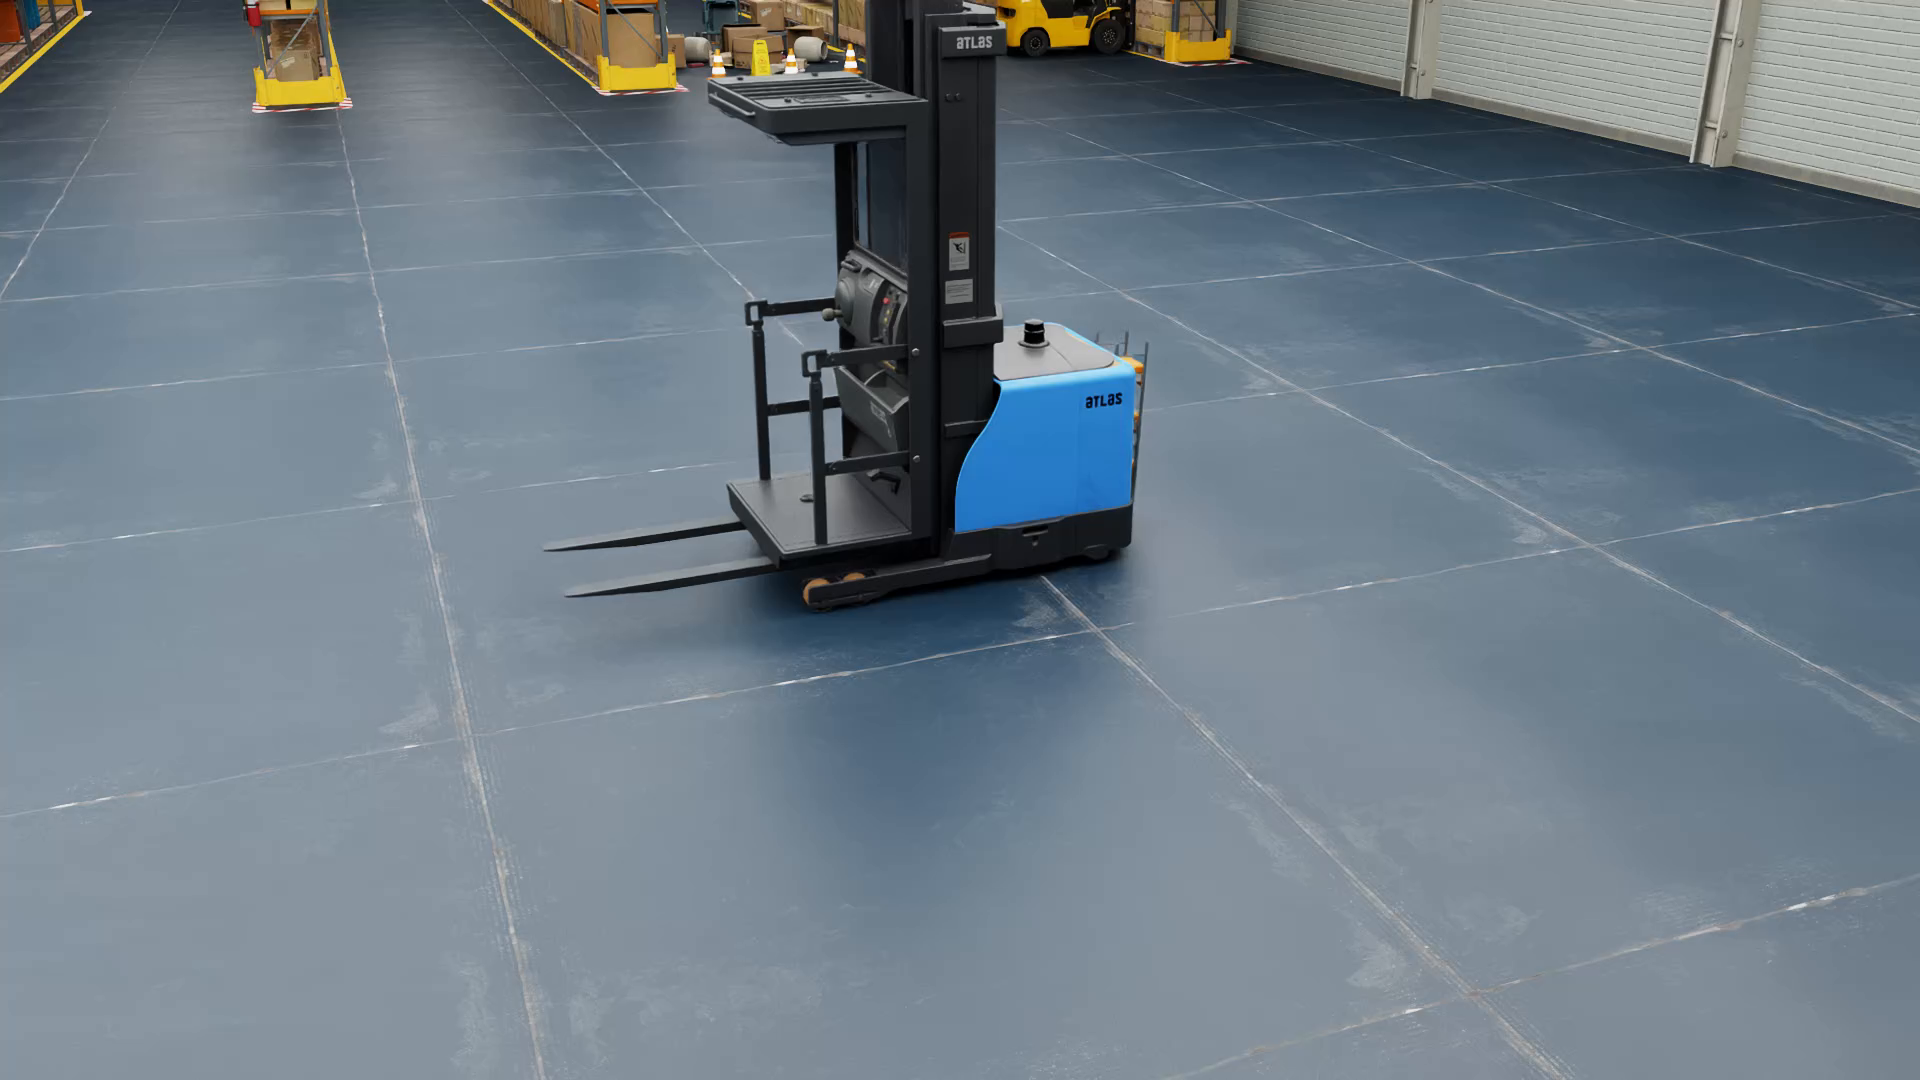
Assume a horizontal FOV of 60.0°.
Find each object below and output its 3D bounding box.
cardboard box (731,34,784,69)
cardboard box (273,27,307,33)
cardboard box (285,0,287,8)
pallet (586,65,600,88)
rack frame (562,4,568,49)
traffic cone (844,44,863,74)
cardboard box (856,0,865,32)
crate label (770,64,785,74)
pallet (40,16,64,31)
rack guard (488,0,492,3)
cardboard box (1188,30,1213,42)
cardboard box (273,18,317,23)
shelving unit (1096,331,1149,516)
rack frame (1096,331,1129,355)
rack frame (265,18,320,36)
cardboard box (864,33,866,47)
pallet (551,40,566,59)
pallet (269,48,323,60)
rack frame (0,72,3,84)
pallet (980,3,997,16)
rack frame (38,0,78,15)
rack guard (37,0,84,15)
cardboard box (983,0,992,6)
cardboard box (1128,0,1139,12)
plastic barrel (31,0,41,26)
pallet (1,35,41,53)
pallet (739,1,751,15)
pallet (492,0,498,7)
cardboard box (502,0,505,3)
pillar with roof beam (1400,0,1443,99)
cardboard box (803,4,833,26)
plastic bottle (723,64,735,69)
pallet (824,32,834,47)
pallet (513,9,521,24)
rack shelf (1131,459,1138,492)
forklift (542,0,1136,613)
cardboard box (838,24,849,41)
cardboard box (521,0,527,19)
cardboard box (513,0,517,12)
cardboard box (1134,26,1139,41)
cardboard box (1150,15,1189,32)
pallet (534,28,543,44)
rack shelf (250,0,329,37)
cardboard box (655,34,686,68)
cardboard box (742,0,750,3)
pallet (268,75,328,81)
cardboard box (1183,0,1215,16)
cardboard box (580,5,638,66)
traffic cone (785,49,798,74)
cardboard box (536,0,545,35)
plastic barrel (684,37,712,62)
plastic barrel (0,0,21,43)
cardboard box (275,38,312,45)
[{"bbox_3d":[-3.446,-8.342,28.395,0.637,0.503,0.797,12,26,27],"label":"cardboard box"},{"bbox_3d":[-11.038,-8.186,27.488,0.500,0.500,0.500,-9,25,-21],"label":"cardboard box"},{"bbox_3d":[-10.110,-7.892,24.437,0.380,0.149,0.250,-8,24,-19],"label":"cardboard box"},{"bbox_3d":[-5.408,-7.481,26.727,1.003,0.211,1.213,-8,24,-19],"label":"pallet"},{"bbox_3d":[-6.466,-9.939,28.970,1.000,3.000,0.127,-8,24,-19],"label":"rack frame"},{"bbox_3d":[-1.816,-8.012,27.663,0.336,0.463,0.334,-8,24,-19],"label":"traffic cone"},{"bbox_3d":[-1.533,-9.294,29.473,0.500,0.500,0.500,-7,24,-16],"label":"cardboard box"},{"bbox_3d":[-3.070,-7.863,27.730,0.298,0.136,0.250,18,29,36],"label":"crate label"},{"bbox_3d":[-18.897,-10.500,33.889,1.003,0.211,1.213,-8,24,-19],"label":"pallet"},{"bbox_3d":[-10.678,-13.120,39.735,1.175,0.500,0.348,-8,24,-19],"label":"rack guard"},{"bbox_3d":[4.194,-9.016,29.778,0.500,0.250,0.500,-8,24,-19],"label":"cardboard box"},{"bbox_3d":[-11.489,-8.748,28.796,0.700,0.500,0.500,-8,24,-19],"label":"cardboard box"},{"bbox_3d":[0.872,-0.634,9.389,0.215,1.050,0.252,-6,23,-20],"label":"shelving unit"},{"bbox_3d":[0.829,-0.679,9.494,0.200,1.050,0.008,-6,23,-20],"label":"rack frame"},{"bbox_3d":[-12.555,-10.749,30.890,1.000,3.000,0.127,-8,24,-19],"label":"rack frame"},{"bbox_3d":[-1.360,-8.764,29.180,0.500,0.250,0.500,-9,25,-21],"label":"cardboard box"},{"bbox_3d":[-6.809,-8.924,30.152,1.003,0.211,1.213,-8,24,-19],"label":"pallet"},{"bbox_3d":[-11.418,-8.293,28.654,1.003,0.211,1.213,-8,24,-19],"label":"pallet"},{"bbox_3d":[-15.775,-8.616,25.830,1.000,3.000,0.127,-8,24,-19],"label":"rack frame"},{"bbox_3d":[1.130,-11.782,36.933,1.003,0.211,1.213,-8,24,-19],"label":"pallet"},{"bbox_3d":[-20.014,-12.976,36.175,1.000,3.000,0.127,-8,24,-19],"label":"rack frame"},{"bbox_3d":[-20.035,-11.831,36.677,1.175,0.500,0.348,-8,24,-19],"label":"rack guard"},{"bbox_3d":[0.841,-12.140,36.869,0.500,0.500,0.500,-9,24,-20],"label":"cardboard box"},{"bbox_3d":[3.357,-9.763,30.263,0.500,0.250,0.500,-8,24,-18],"label":"cardboard box"},{"bbox_3d":[-18.425,-10.549,32.578,0.600,0.901,0.708,-8,24,-19],"label":"plastic barrel"},{"bbox_3d":[-17.506,-9.065,30.486,1.003,0.211,1.213,-8,24,-19],"label":"pallet"},{"bbox_3d":[-4.354,-12.007,37.466,1.003,0.211,1.213,-8,24,-19],"label":"pallet"},{"bbox_3d":[-10.424,-12.687,39.079,1.003,0.211,1.213,-8,24,-19],"label":"pallet"},{"bbox_3d":[-10.115,-12.198,37.458,0.380,0.149,0.250,-8,24,-19],"label":"cardboard box"},{"bbox_3d":[2.874,-10.254,21.993,9.100,9.000,0.400,-8,24,-19],"label":"pillar with roof beam"},{"bbox_3d":[-2.563,-10.341,32.766,0.950,0.372,0.625,-8,24,-17],"label":"cardboard box"},{"bbox_3d":[-3.959,-8.054,28.279,0.133,0.061,0.283,-18,29,-37],"label":"plastic bottle"},{"bbox_3d":[-2.147,-9.653,31.880,1.003,0.211,1.213,-8,24,-19],"label":"pallet"},{"bbox_3d":[-9.015,-11.278,35.737,1.003,0.211,1.213,-8,24,-19],"label":"pallet"},{"bbox_3d":[0.858,-0.367,9.496,0.215,0.259,0.240,-6,23,-20],"label":"rack shelf"},{"bbox_3d":[-0.636,-1.218,8.366,3.031,2.935,1.130,-9,25,-21],"label":"forklift"},{"bbox_3d":[-1.915,-9.330,30.524,0.500,0.250,0.500,-10,25,-21],"label":"cardboard box"},{"bbox_3d":[-8.738,-11.017,34.203,0.500,0.500,0.500,-9,25,-21],"label":"cardboard box"},{"bbox_3d":[-9.279,-11.583,35.547,0.500,0.500,0.500,-7,24,-17],"label":"cardboard box"},{"bbox_3d":[3.388,-9.303,30.460,0.500,0.250,0.500,-8,24,-18],"label":"cardboard box"},{"bbox_3d":[3.720,-9.175,29.512,0.500,0.250,0.500,-9,24,-20],"label":"cardboard box"},{"bbox_3d":[-7.671,-9.811,32.255,1.003,0.211,1.213,-8,24,-19],"label":"pallet"},{"bbox_3d":[-10.435,-8.237,25.858,1.077,0.370,4.000,-8,24,-19],"label":"rack shelf"},{"bbox_3d":[-4.957,-8.365,28.450,0.500,0.500,0.500,-4,23,-10],"label":"cardboard box"},{"bbox_3d":[-4.403,-12.562,37.387,0.875,0.875,0.875,-8,24,-17],"label":"cardboard box"},{"bbox_3d":[-10.009,-6.885,25.313,1.003,0.211,1.213,-8,24,-19],"label":"pallet"},{"bbox_3d":[4.192,-9.472,29.573,0.500,0.250,0.500,-9,24,-20],"label":"cardboard box"},{"bbox_3d":[-5.667,-8.257,27.173,0.875,0.875,0.875,-9,24,-20],"label":"cardboard box"},{"bbox_3d":[-2.734,-7.736,27.009,0.336,0.463,0.334,-8,24,-19],"label":"traffic cone"},{"bbox_3d":[-7.436,-9.999,31.467,1.050,0.750,0.750,-8,24,-18],"label":"cardboard box"},{"bbox_3d":[-4.630,-8.550,28.991,0.512,0.421,0.421,8,24,18],"label":"plastic barrel"},{"bbox_3d":[-17.377,-9.438,30.034,0.600,0.830,0.708,-8,24,-19],"label":"plastic barrel"},{"bbox_3d":[-10.380,-7.555,25.992,0.500,0.500,0.500,-6,24,-14],"label":"cardboard box"}]
